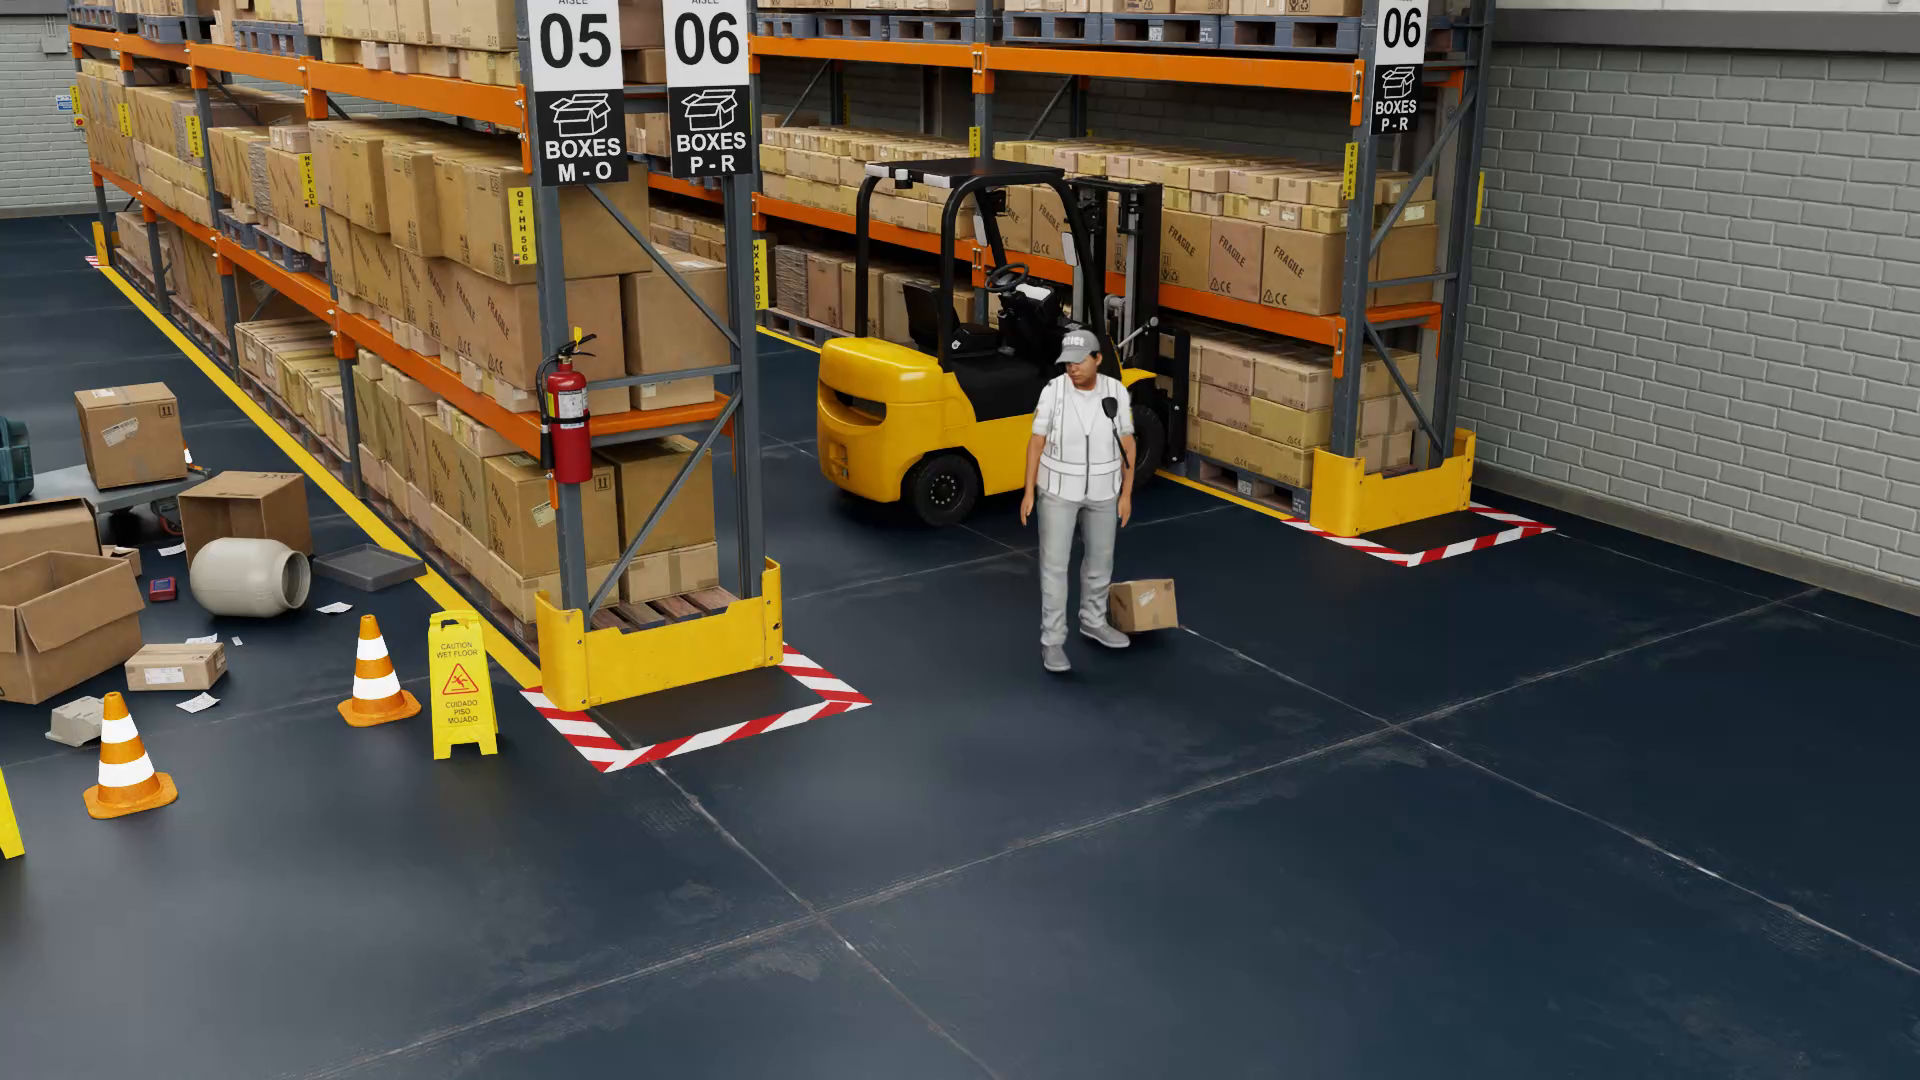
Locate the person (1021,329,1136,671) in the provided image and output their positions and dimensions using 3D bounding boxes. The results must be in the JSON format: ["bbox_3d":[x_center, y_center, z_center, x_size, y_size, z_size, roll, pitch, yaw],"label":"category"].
[{"bbox_3d":[0.590,-0.211,8.132,0.587,1.656,0.563,-3,18,-8],"label":"person"}]
